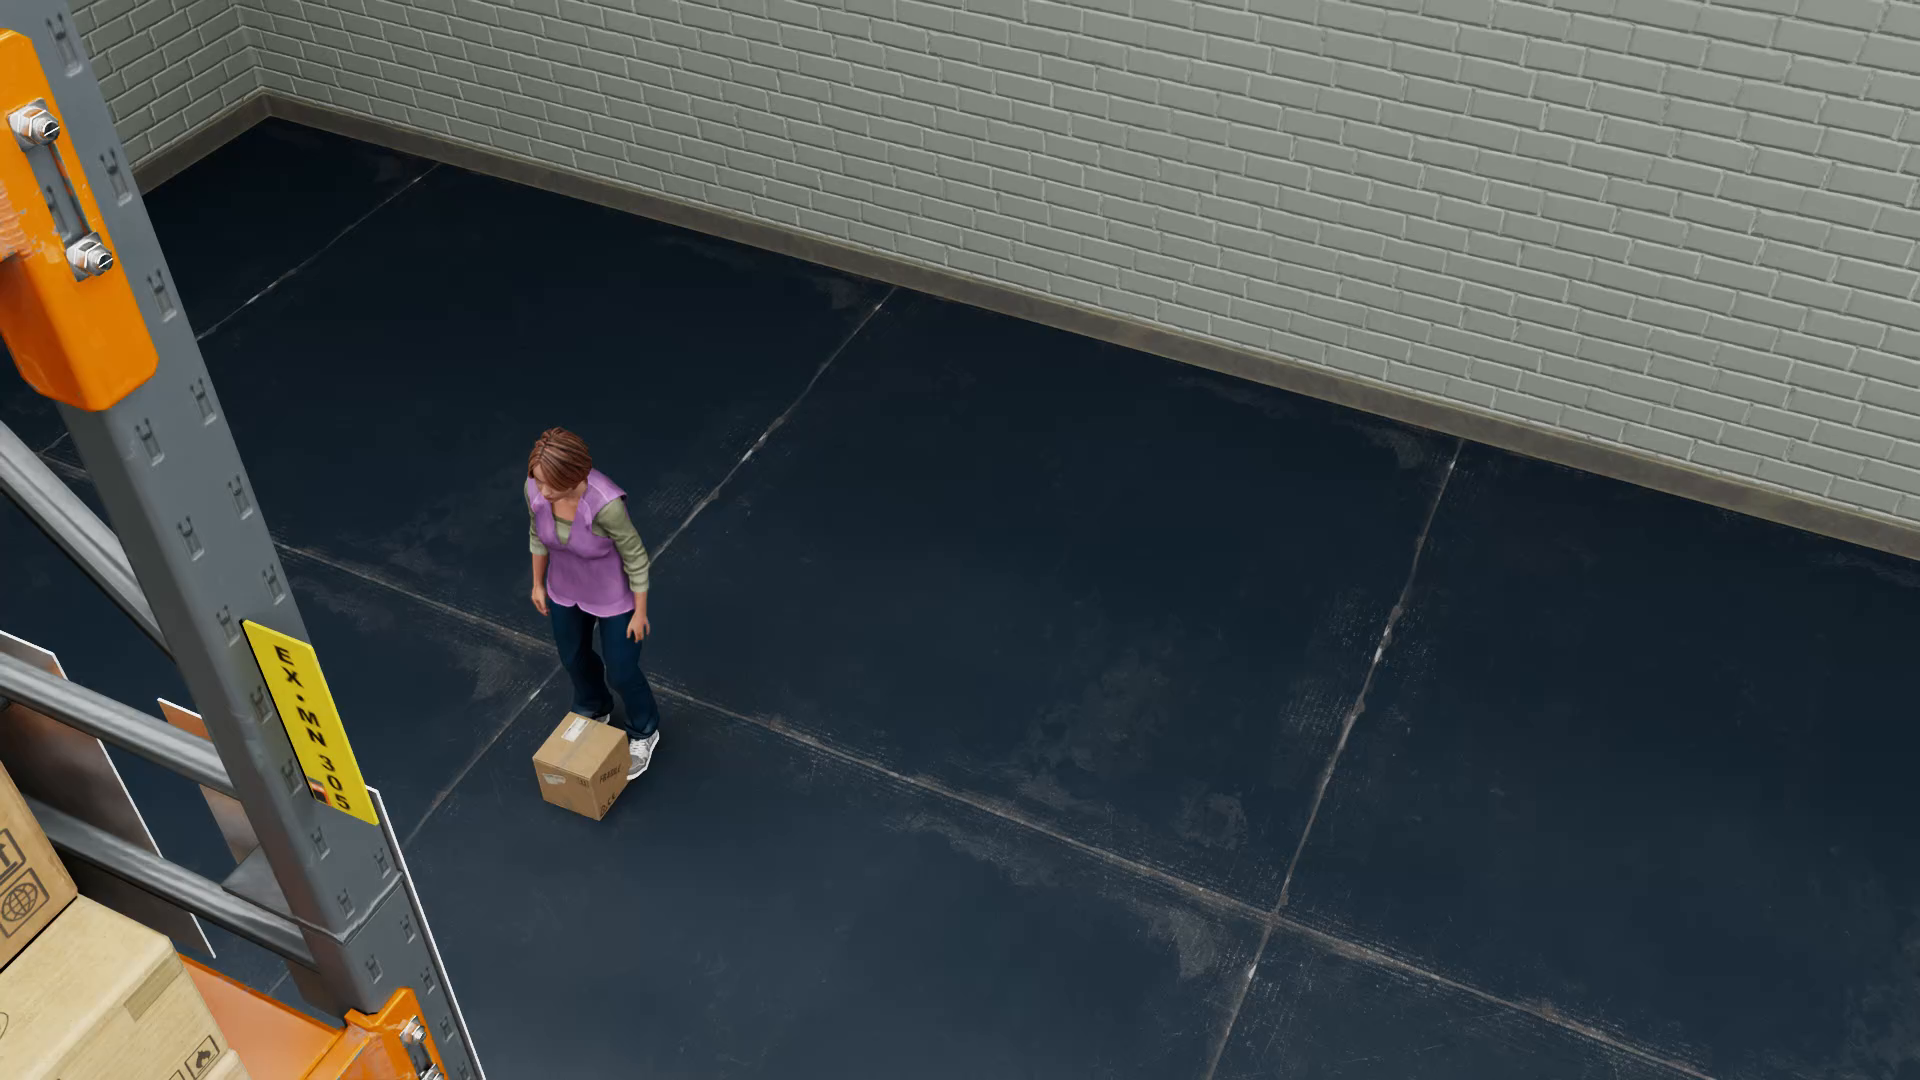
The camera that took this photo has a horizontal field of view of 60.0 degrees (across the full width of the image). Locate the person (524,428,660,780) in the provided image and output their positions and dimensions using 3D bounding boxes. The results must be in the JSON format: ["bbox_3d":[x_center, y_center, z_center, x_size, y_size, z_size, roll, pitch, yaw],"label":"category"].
[{"bbox_3d":[-1.312,0.207,5.943,0.485,1.594,0.341,15,45,16],"label":"person"}]
